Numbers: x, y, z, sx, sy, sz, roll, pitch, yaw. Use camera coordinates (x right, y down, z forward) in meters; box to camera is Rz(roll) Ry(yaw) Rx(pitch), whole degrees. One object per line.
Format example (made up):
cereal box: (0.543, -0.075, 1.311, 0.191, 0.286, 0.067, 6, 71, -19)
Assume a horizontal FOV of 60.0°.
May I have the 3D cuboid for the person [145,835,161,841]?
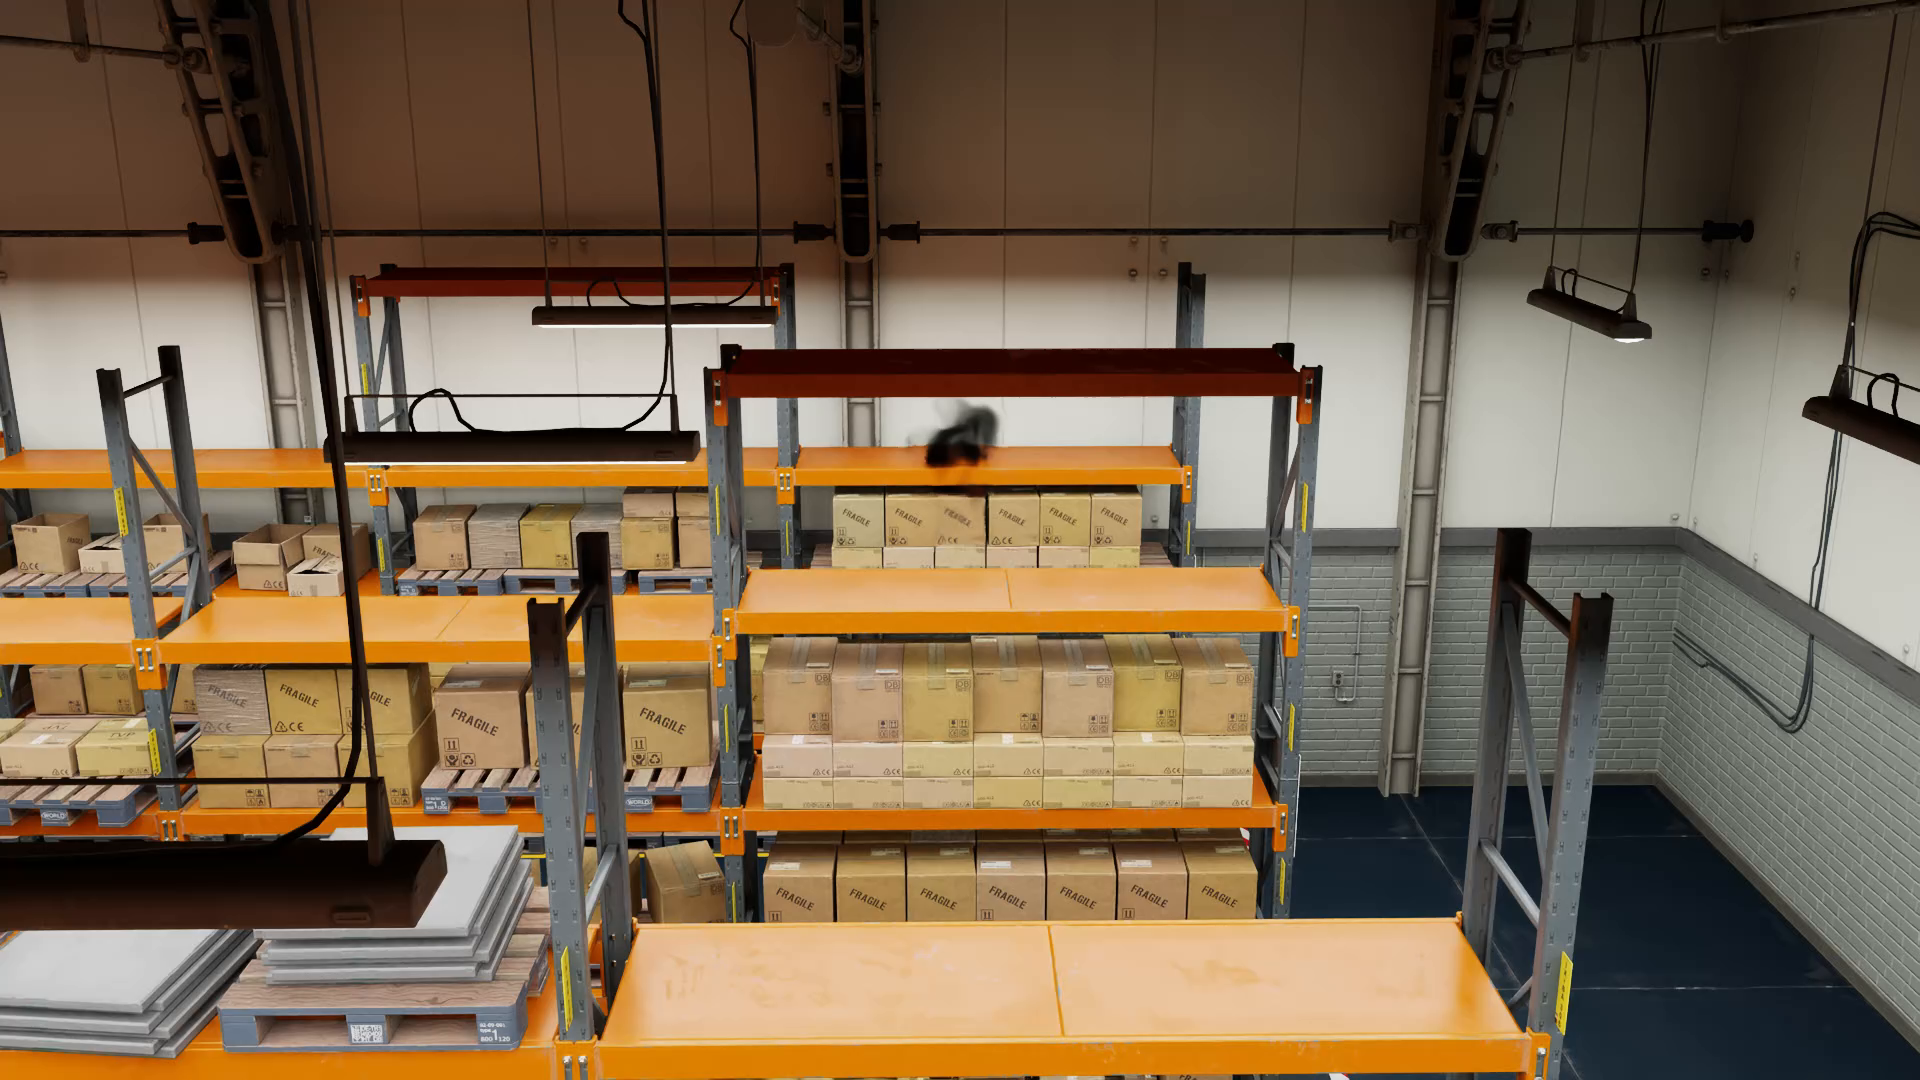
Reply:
person: (-6.758, 3.228, 14.399, 0.651, 1.756, 0.668, 1, 16, 4)
